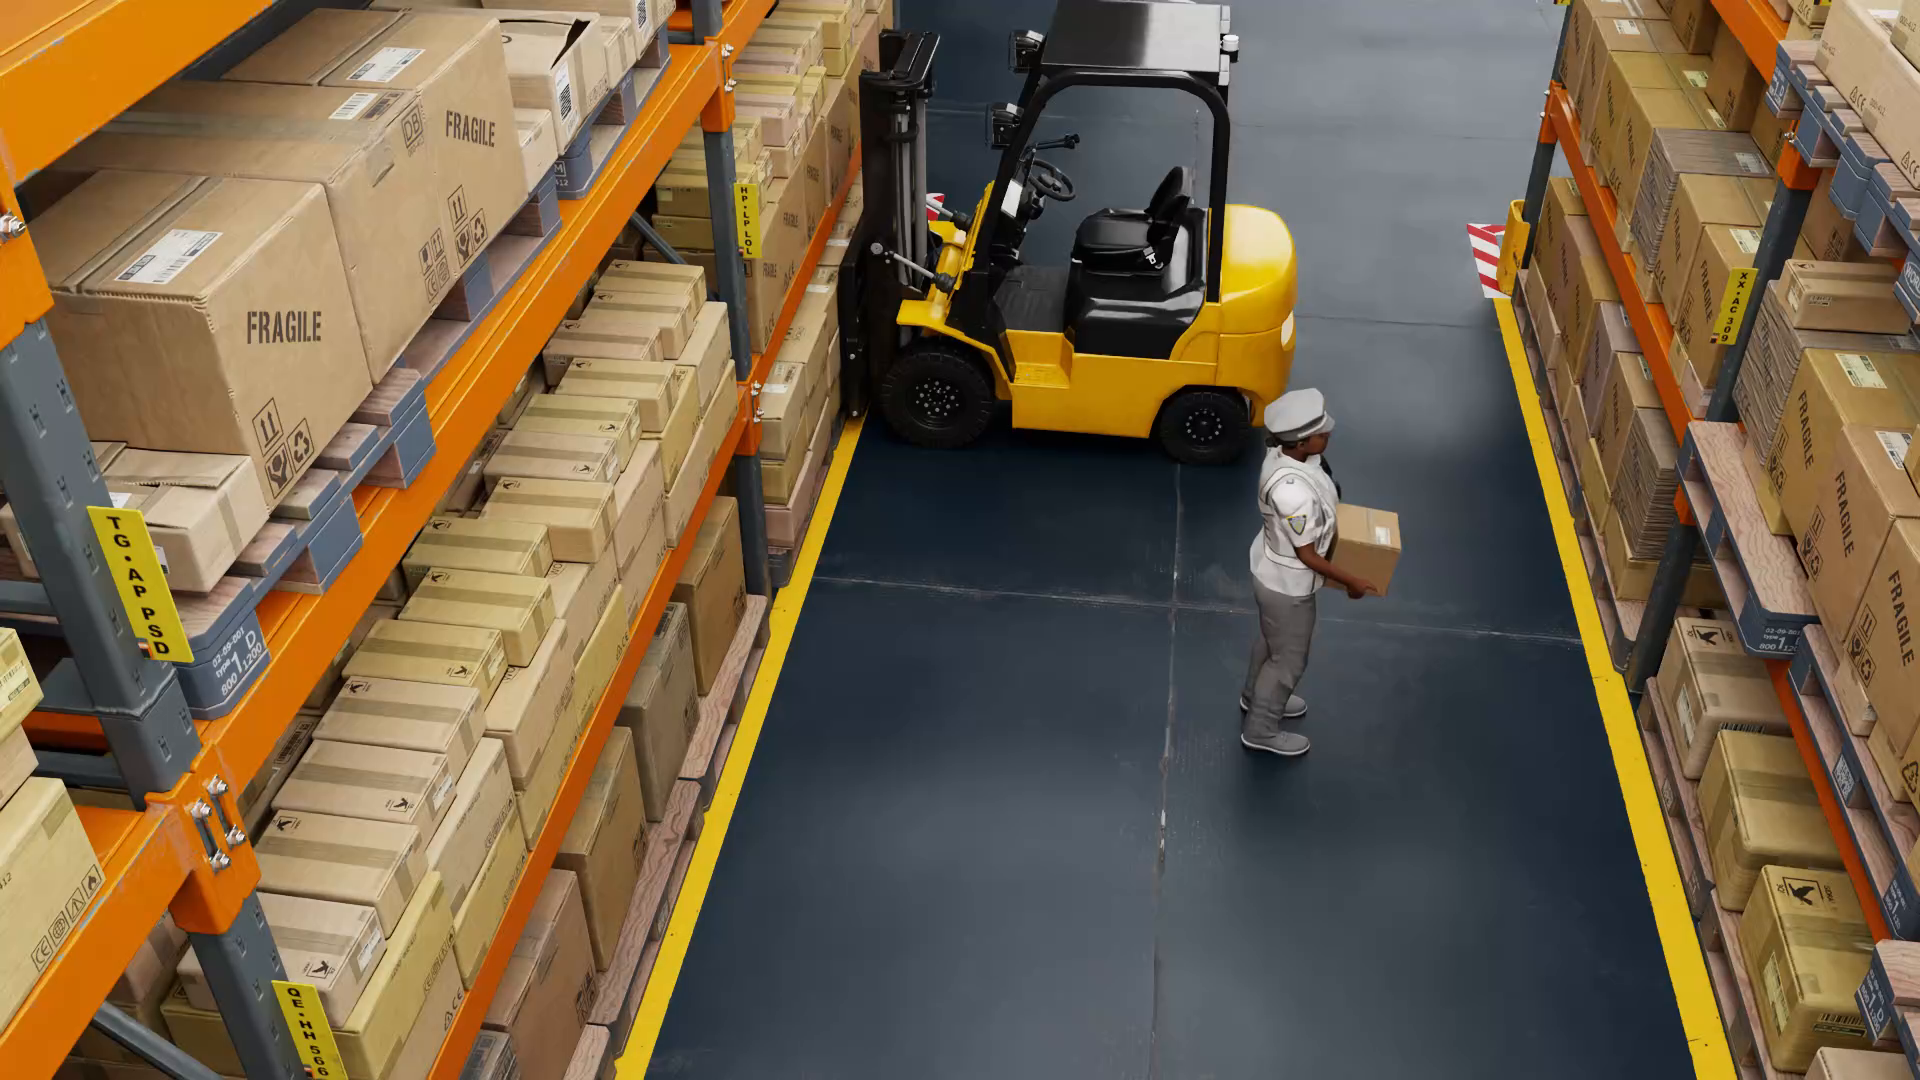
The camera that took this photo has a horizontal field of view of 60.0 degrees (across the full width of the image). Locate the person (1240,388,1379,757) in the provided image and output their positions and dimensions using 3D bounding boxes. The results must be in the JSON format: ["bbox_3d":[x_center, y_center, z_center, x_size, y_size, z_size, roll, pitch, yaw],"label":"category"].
[{"bbox_3d":[1.432,0.148,6.818,0.527,1.689,0.451,5,37,7],"label":"person"}]
